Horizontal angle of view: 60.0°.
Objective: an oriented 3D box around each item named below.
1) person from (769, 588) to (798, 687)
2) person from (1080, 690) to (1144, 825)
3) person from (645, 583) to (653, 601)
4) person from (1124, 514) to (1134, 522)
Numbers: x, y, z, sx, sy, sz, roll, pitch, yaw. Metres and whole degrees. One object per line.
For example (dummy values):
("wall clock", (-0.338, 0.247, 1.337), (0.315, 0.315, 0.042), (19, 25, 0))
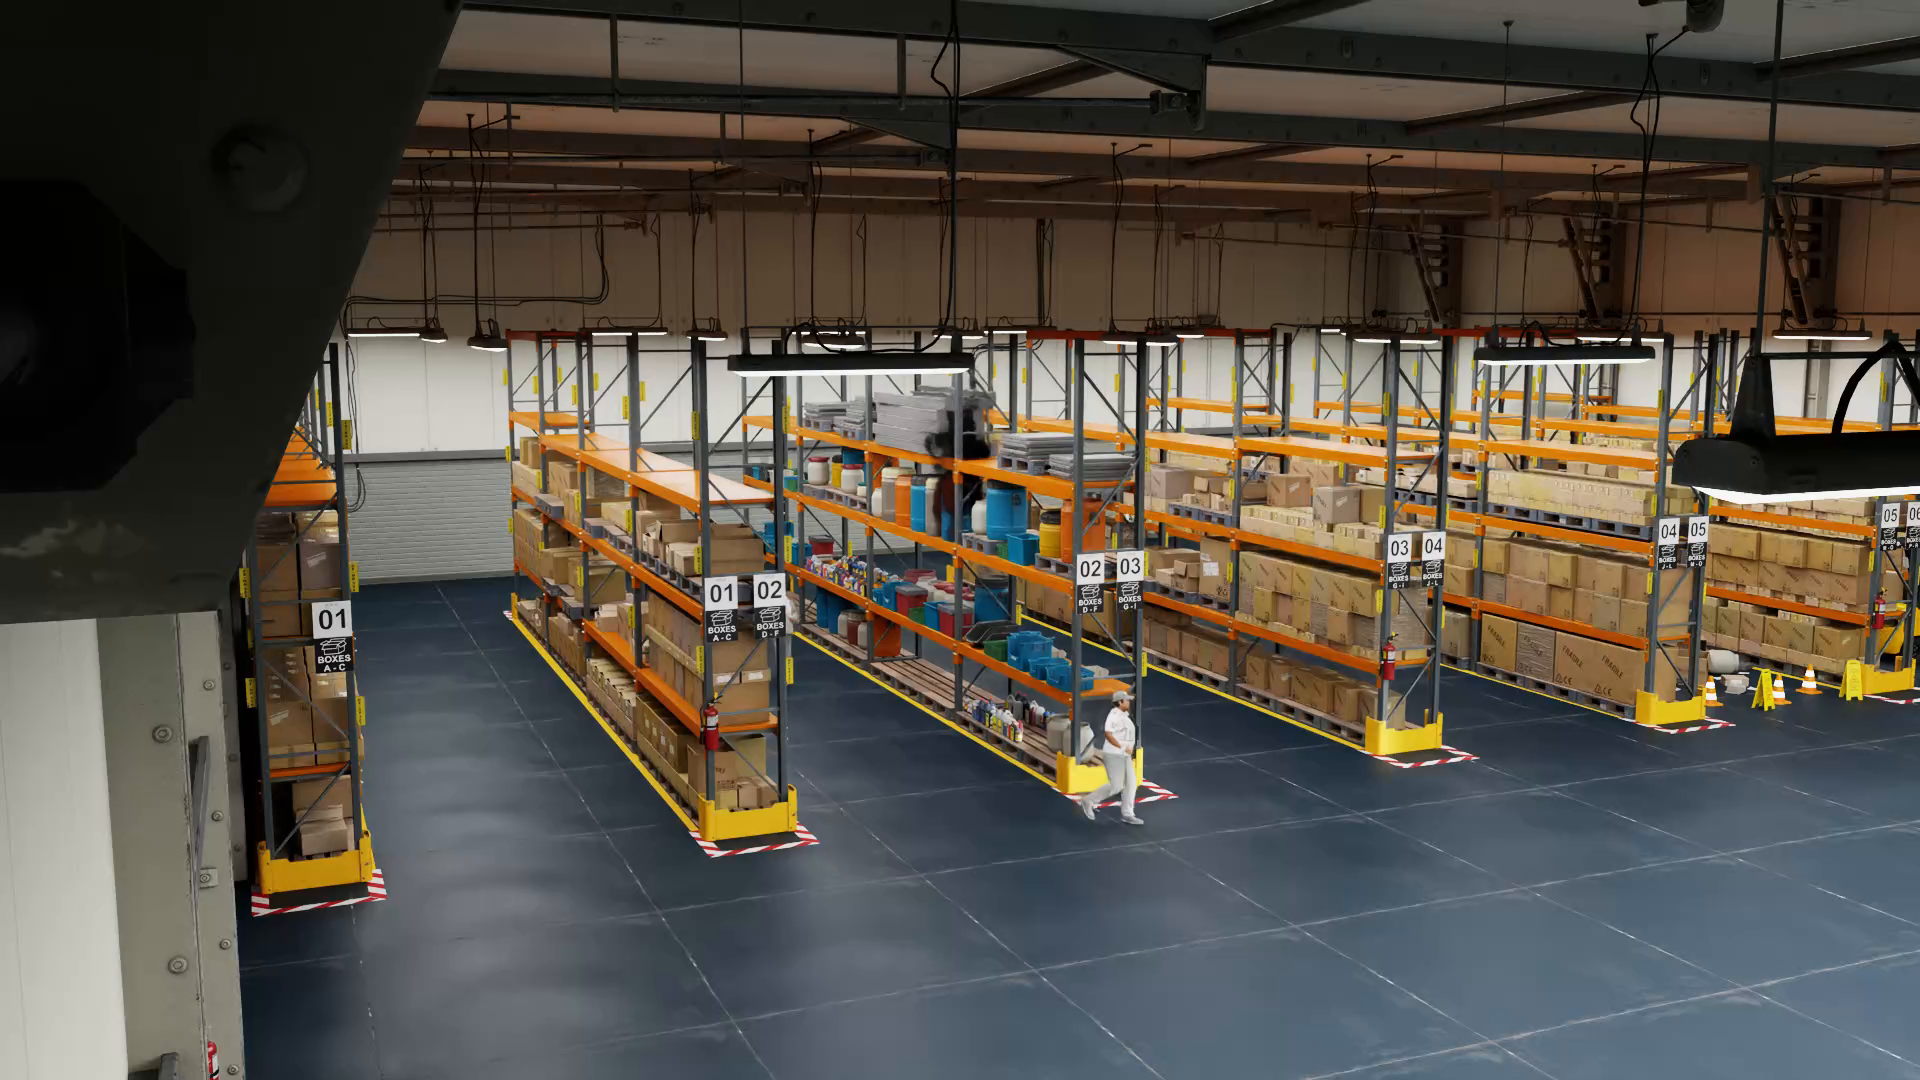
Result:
("person", (-3.100, 1.590, 28.480), (0.640, 1.750, 0.915), (-4, 9, -25))
("person", (1.961, 2.697, 20.845), (0.798, 1.632, 0.697), (3, 8, 18))
("person", (-6.505, 0.881, 34.252), (0.617, 1.716, 0.678), (-4, 9, -29))
("person", (4.256, -0.103, 41.308), (0.795, 1.704, 0.594), (-4, 9, -25))
